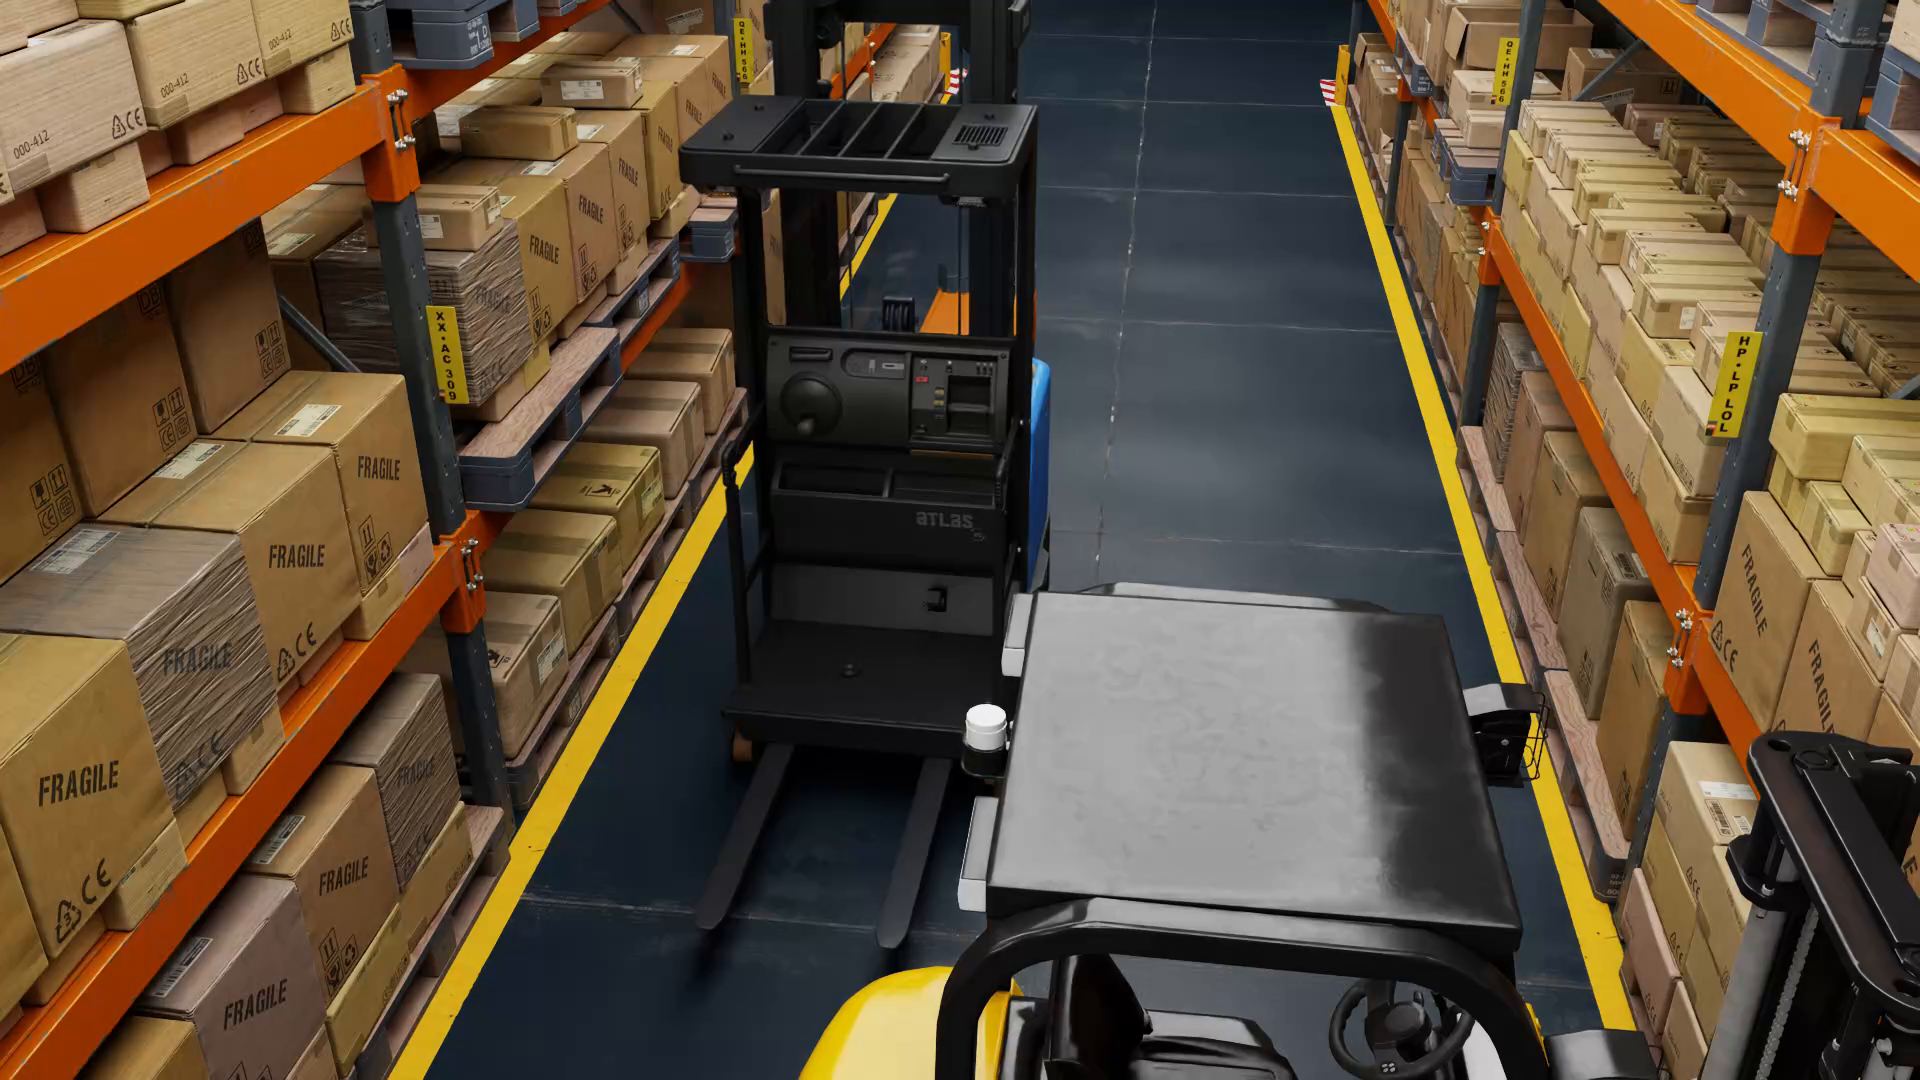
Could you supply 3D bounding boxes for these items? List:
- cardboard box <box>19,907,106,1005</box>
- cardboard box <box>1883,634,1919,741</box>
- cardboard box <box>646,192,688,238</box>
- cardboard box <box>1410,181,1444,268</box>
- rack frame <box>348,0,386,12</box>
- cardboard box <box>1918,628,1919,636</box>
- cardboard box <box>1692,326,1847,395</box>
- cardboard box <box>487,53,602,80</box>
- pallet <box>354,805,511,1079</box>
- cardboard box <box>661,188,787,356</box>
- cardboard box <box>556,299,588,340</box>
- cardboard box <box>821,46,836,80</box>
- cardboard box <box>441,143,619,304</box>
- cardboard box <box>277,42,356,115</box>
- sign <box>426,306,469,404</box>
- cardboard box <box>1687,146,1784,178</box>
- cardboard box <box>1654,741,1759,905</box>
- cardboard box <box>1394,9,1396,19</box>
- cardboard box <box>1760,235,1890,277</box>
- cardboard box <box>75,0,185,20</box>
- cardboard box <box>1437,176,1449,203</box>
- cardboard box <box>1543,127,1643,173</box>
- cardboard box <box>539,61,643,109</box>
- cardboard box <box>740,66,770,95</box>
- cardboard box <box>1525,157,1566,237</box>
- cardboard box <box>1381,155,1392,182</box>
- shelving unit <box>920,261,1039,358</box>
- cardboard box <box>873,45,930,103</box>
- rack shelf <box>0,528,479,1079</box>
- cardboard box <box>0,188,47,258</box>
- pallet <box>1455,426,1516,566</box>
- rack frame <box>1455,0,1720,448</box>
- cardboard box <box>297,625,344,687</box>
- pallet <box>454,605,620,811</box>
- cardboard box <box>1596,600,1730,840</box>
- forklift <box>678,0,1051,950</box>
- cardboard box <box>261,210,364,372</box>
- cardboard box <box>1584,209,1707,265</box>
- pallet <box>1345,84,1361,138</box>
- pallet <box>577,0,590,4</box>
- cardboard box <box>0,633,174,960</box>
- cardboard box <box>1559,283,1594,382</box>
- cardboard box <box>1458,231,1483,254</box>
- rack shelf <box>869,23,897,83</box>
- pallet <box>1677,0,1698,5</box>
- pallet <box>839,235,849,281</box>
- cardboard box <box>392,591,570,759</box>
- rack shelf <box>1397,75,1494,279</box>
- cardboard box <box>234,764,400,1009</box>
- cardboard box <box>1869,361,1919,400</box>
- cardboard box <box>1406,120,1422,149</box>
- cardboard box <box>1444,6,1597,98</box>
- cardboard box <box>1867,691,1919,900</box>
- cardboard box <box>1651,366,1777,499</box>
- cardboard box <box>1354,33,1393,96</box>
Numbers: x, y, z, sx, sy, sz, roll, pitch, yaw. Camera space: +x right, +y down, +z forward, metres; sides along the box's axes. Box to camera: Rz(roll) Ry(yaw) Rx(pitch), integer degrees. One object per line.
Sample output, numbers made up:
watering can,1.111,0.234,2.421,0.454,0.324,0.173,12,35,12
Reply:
cardboard box,-2.166,0.885,3.710,0.380,0.149,0.250,3,28,5
cardboard box,2.292,0.343,3.661,0.380,0.149,0.250,3,28,6
cardboard box,-1.485,-1.519,7.729,0.380,0.149,0.250,4,29,7
cardboard box,3.341,-2.093,11.165,0.500,0.500,0.500,3,28,5
rack frame,-2.163,-2.871,4.092,1.000,3.000,0.127,3,28,6
cardboard box,2.327,0.217,3.582,0.380,0.149,0.250,3,28,5
cardboard box,2.599,-0.569,5.355,0.380,0.149,0.250,3,28,5
cardboard box,-2.014,-2.029,7.991,0.500,0.500,0.500,5,29,9
pallet,-2.210,1.316,5.585,1.003,0.211,1.213,3,28,6
cardboard box,-1.505,-1.683,10.008,0.875,0.875,0.875,3,28,6
cardboard box,-1.710,-0.920,6.617,0.380,0.149,0.250,4,29,7
cardboard box,-1.131,-3.228,11.237,0.500,0.250,0.500,3,28,5
cardboard box,-1.686,-1.262,6.567,0.500,0.500,0.500,3,28,6
cardboard box,-1.898,-1.274,4.554,0.380,0.149,0.250,3,29,6
sign,-1.623,-0.583,5.257,0.100,0.325,0.005,3,28,6
cardboard box,3.441,-1.623,7.311,0.380,0.149,0.250,3,28,5
cardboard box,2.393,0.852,4.909,0.500,0.250,0.500,3,28,5
cardboard box,3.610,-4.133,13.023,0.380,0.149,0.250,4,29,8
cardboard box,3.229,-1.023,6.197,0.380,0.149,0.250,3,28,6
cardboard box,-1.963,-1.255,3.679,0.380,0.149,0.250,4,29,8
cardboard box,3.339,-2.307,10.879,0.380,0.149,0.250,4,29,8
cardboard box,2.885,-1.775,7.592,0.380,0.149,0.250,4,29,8
cardboard box,-1.593,-1.972,7.202,0.380,0.149,0.250,2,28,4
cardboard box,-1.365,-2.491,9.342,0.500,0.250,0.500,3,28,6
cardboard box,2.895,-1.550,7.595,0.500,0.250,0.500,4,29,8
cardboard box,3.521,-2.918,13.067,0.380,0.149,0.250,3,28,5
shelving unit,0.064,-0.678,8.322,0.538,1.125,1.048,4,29,8
cardboard box,-0.778,-4.188,15.119,0.875,0.438,0.875,4,29,8
rack shelf,-2.408,1.028,3.938,1.077,0.370,4.000,3,28,6
cardboard box,-2.154,-0.673,3.439,0.380,0.149,0.250,4,29,7
pallet,3.115,-0.213,8.423,1.003,0.211,1.213,3,28,6
rack frame,3.254,-1.826,8.477,1.000,3.000,0.127,3,28,6
cardboard box,-2.033,0.286,4.822,0.380,0.149,0.250,3,29,6
pallet,-2.069,0.631,6.856,1.003,0.211,1.213,3,28,6
cardboard box,2.817,0.671,5.903,0.875,0.625,0.625,5,29,8
forklift,-0.307,-0.515,6.115,1.130,2.935,3.031,4,29,8
cardboard box,-2.334,-0.821,5.749,0.500,0.500,0.500,3,28,5
cardboard box,2.668,-1.179,6.487,0.380,0.149,0.250,3,28,5
pallet,4.128,-3.953,15.365,1.003,0.211,1.213,3,28,6
pallet,-1.857,-2.241,6.282,1.213,0.211,1.003,3,28,6
cardboard box,-2.144,0.547,3.653,0.500,0.500,0.500,3,28,5
cardboard box,2.769,-0.842,6.809,0.500,0.250,0.500,4,29,8
cardboard box,3.142,-1.695,9.743,0.380,0.149,0.250,2,28,5
rack shelf,-0.937,-4.621,14.422,1.077,0.370,4.000,3,28,6
pallet,3.126,-2.212,6.231,1.003,0.211,1.213,5,29,9
pallet,-1.349,-1.825,11.414,1.003,0.211,1.213,3,28,6
cardboard box,-2.101,0.495,6.497,0.950,0.372,0.625,4,29,7
rack shelf,3.499,-2.451,10.395,1.077,0.370,4.000,3,28,6
cardboard box,-2.029,0.999,4.899,0.500,0.500,0.500,4,29,7
cardboard box,3.020,-0.426,5.089,0.380,0.149,0.250,3,28,5
cardboard box,3.436,-2.926,12.027,0.380,0.149,0.250,5,29,9
cardboard box,3.271,-2.836,9.799,0.797,0.503,0.637,3,28,5
cardboard box,2.342,0.691,3.700,0.500,0.500,0.500,3,28,6
cardboard box,2.571,-0.343,5.356,0.500,0.250,0.500,3,28,5
cardboard box,4.065,-4.395,15.435,0.797,0.503,0.637,2,28,4
